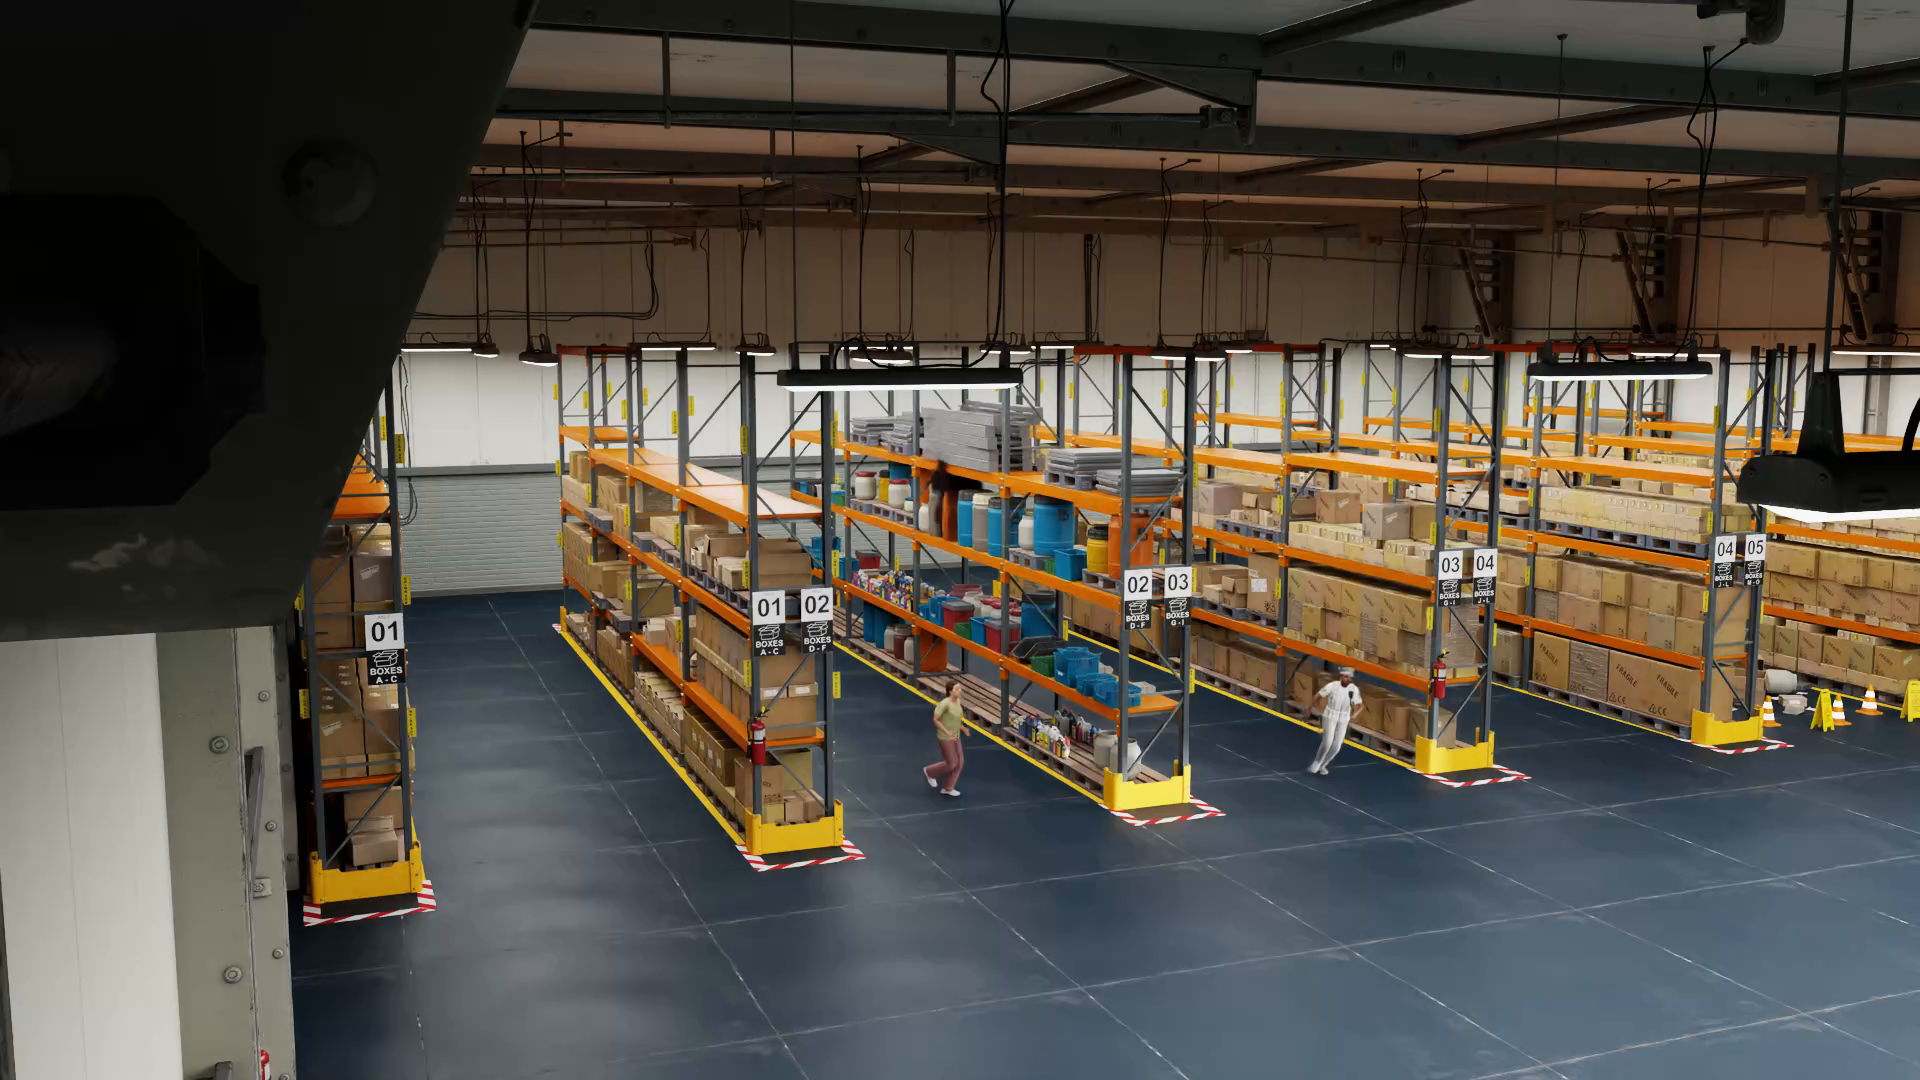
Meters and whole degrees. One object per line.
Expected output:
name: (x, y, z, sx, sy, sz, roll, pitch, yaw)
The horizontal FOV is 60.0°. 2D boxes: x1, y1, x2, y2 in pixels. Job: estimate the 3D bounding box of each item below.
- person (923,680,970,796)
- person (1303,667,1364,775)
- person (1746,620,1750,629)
person: (-0.217, 2.676, 22.652, 0.593, 1.604, 0.582, 5, 9, 35)
person: (5.347, 2.568, 23.595, 0.765, 1.580, 0.627, -1, 7, -10)
person: (15.705, 1.257, 33.407, 0.628, 1.757, 0.941, -3, 8, -26)
